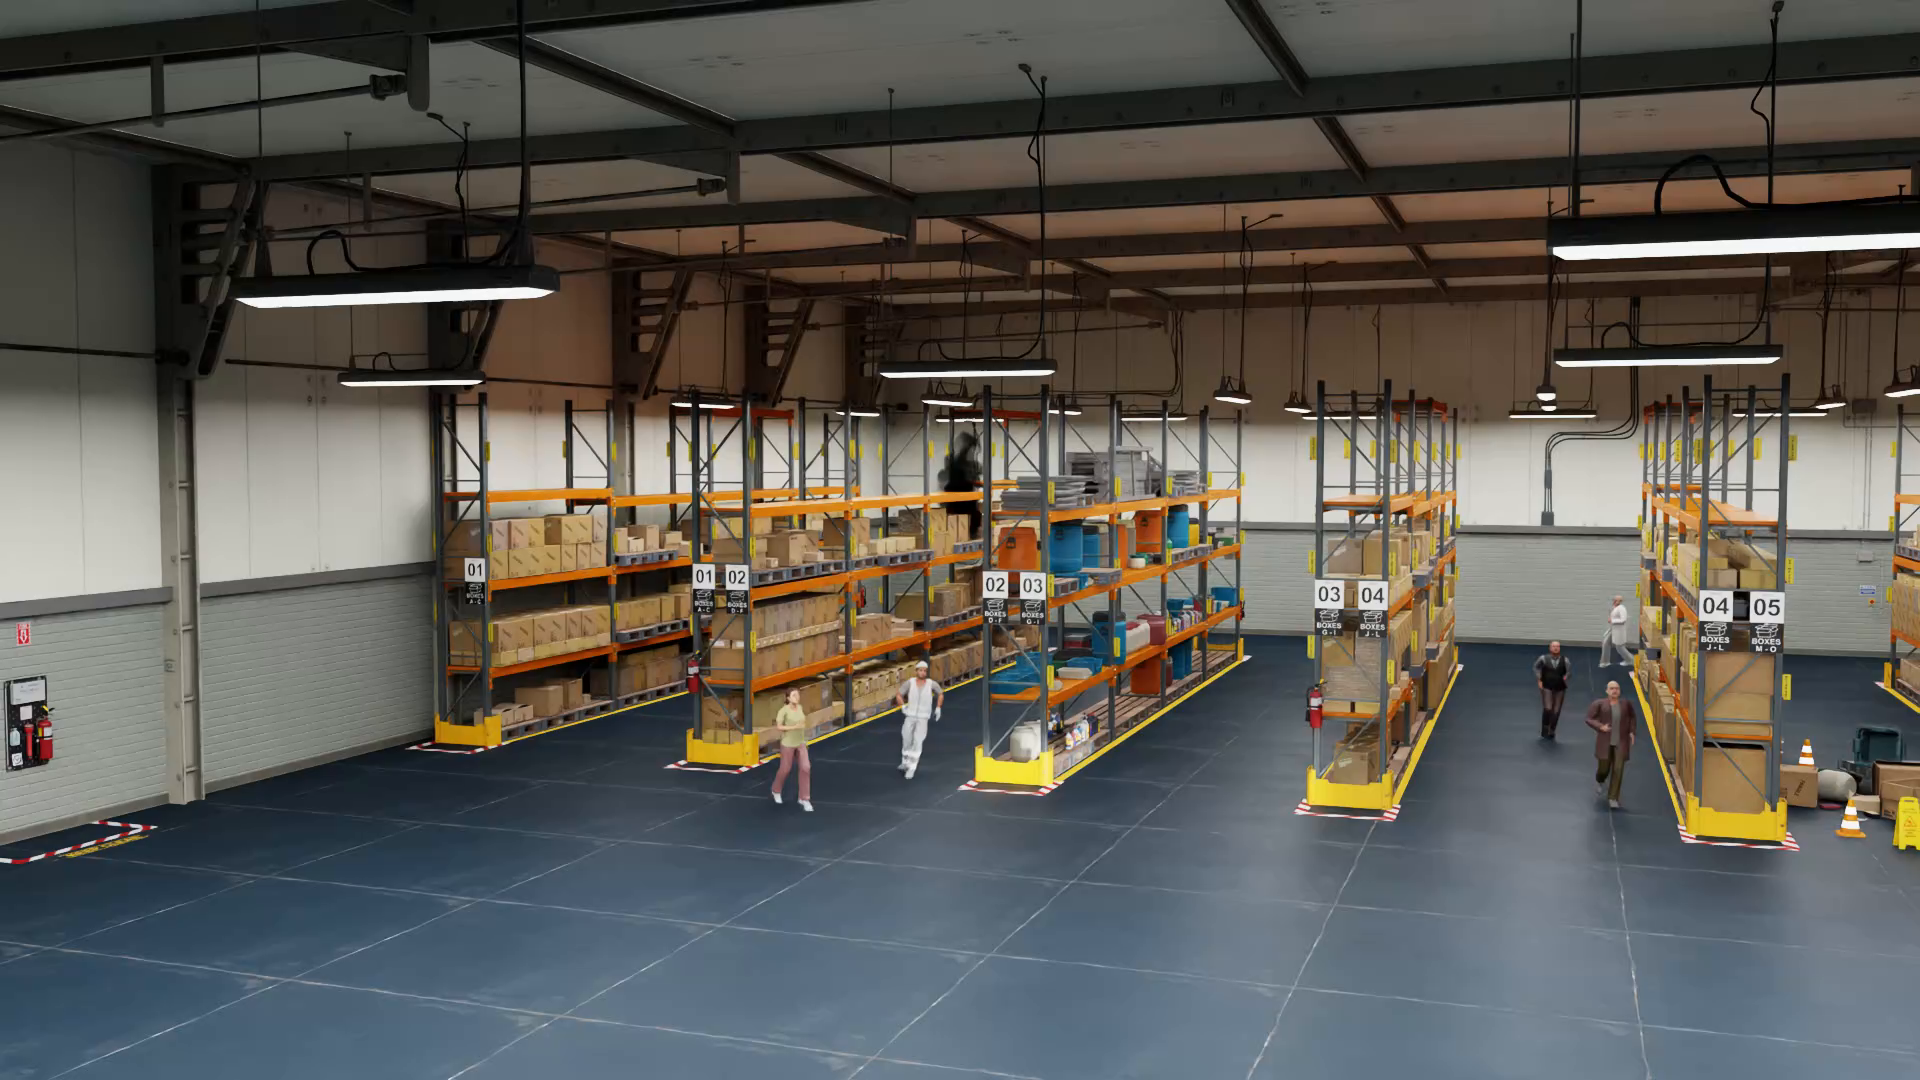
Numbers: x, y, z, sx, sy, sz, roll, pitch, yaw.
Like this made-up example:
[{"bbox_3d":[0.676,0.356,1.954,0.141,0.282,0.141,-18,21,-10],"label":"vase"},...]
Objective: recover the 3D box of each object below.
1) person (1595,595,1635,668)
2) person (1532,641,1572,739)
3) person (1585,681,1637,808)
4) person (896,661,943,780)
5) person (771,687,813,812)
[{"bbox_3d":[15.143,2.143,38.137,0.875,1.784,0.850,0,3,1],"label":"person"},{"bbox_3d":[10.304,2.613,28.879,0.634,1.711,0.688,0,3,8],"label":"person"},{"bbox_3d":[9.232,2.866,23.565,0.718,1.746,0.833,1,3,10],"label":"person"},{"bbox_3d":[-0.638,2.760,25.665,0.716,1.800,0.701,0,3,6],"label":"person"},{"bbox_3d":[-2.378,2.911,23.324,0.576,1.721,0.832,-3,4,-40],"label":"person"}]
